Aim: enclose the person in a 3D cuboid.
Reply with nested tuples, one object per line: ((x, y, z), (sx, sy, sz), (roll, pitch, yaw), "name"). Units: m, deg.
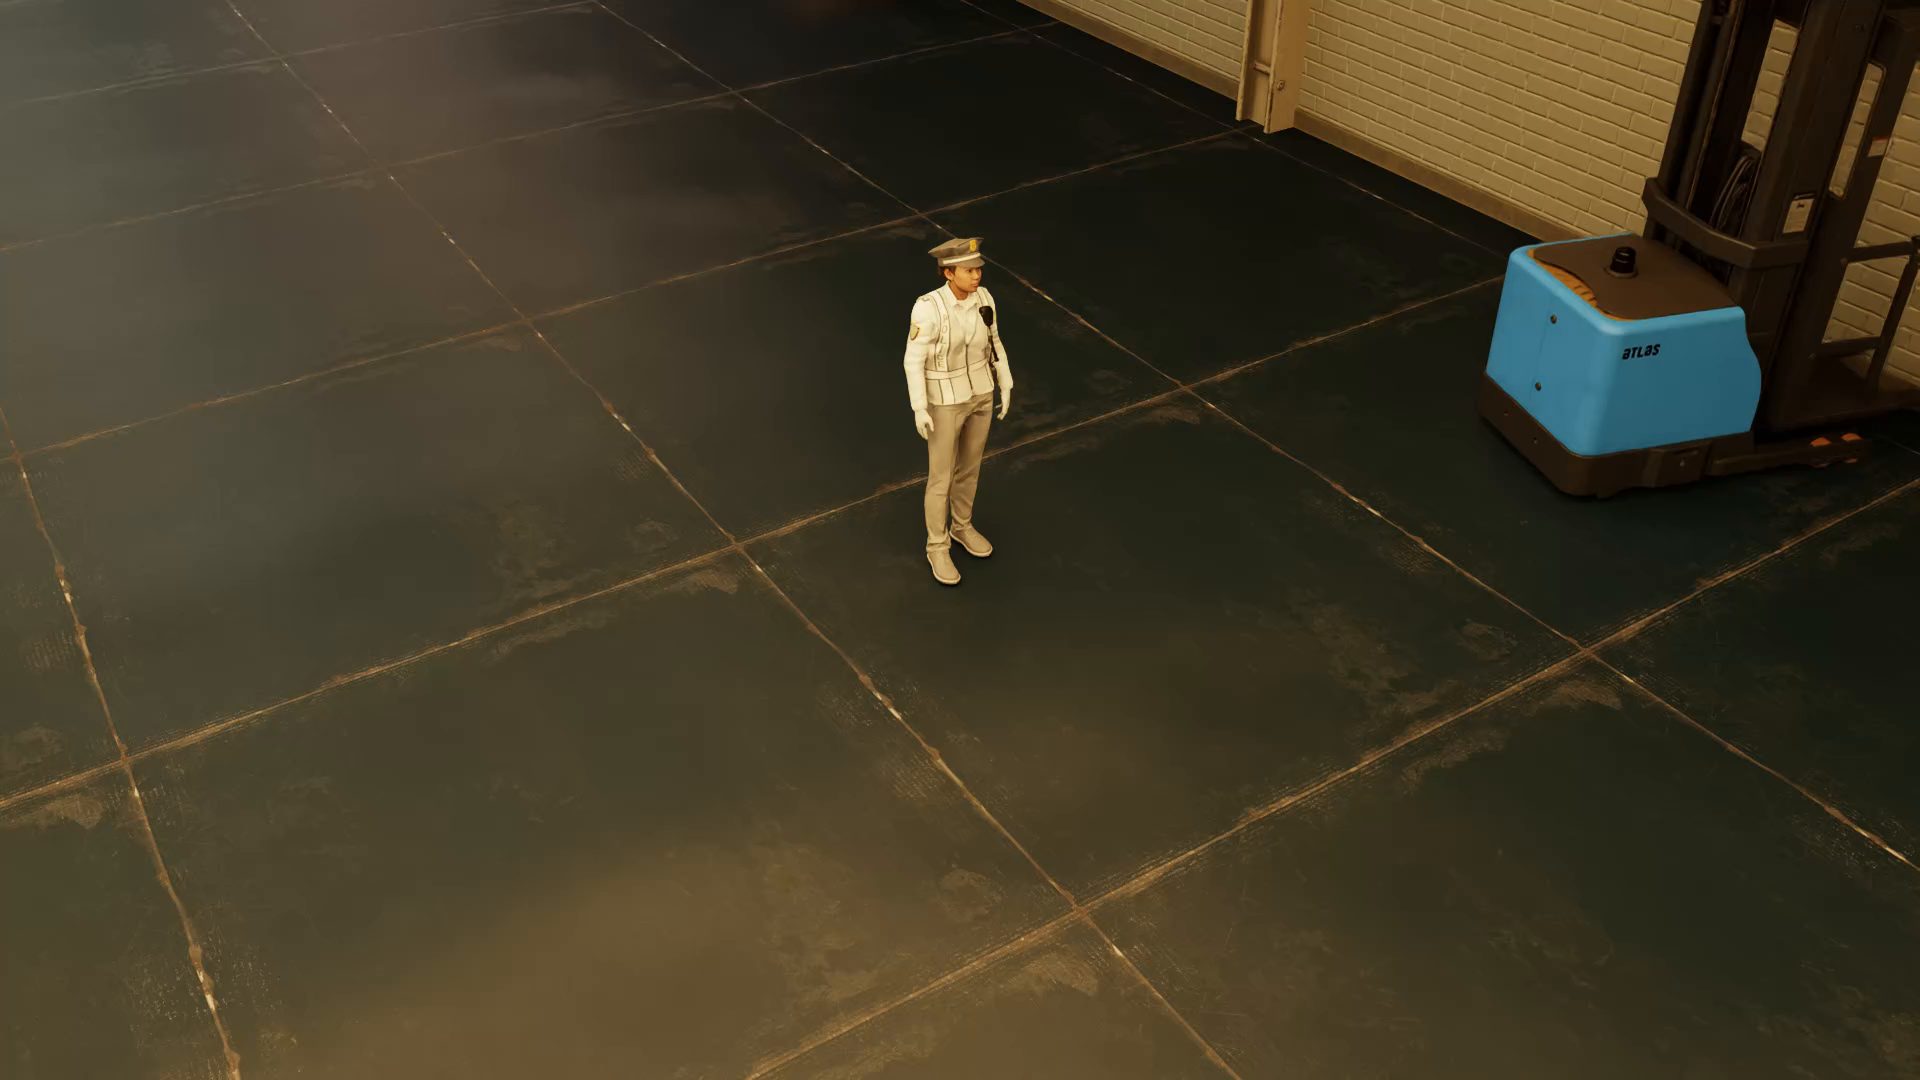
((0.032, -0.664, 8.156), (0.587, 1.695, 0.531), (-21, 40, -27), "person")

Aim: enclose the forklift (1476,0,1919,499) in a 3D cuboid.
((4.572, -1.885, 8.830), (3.031, 2.935, 1.130), (-9, 36, -12), "forklift")
